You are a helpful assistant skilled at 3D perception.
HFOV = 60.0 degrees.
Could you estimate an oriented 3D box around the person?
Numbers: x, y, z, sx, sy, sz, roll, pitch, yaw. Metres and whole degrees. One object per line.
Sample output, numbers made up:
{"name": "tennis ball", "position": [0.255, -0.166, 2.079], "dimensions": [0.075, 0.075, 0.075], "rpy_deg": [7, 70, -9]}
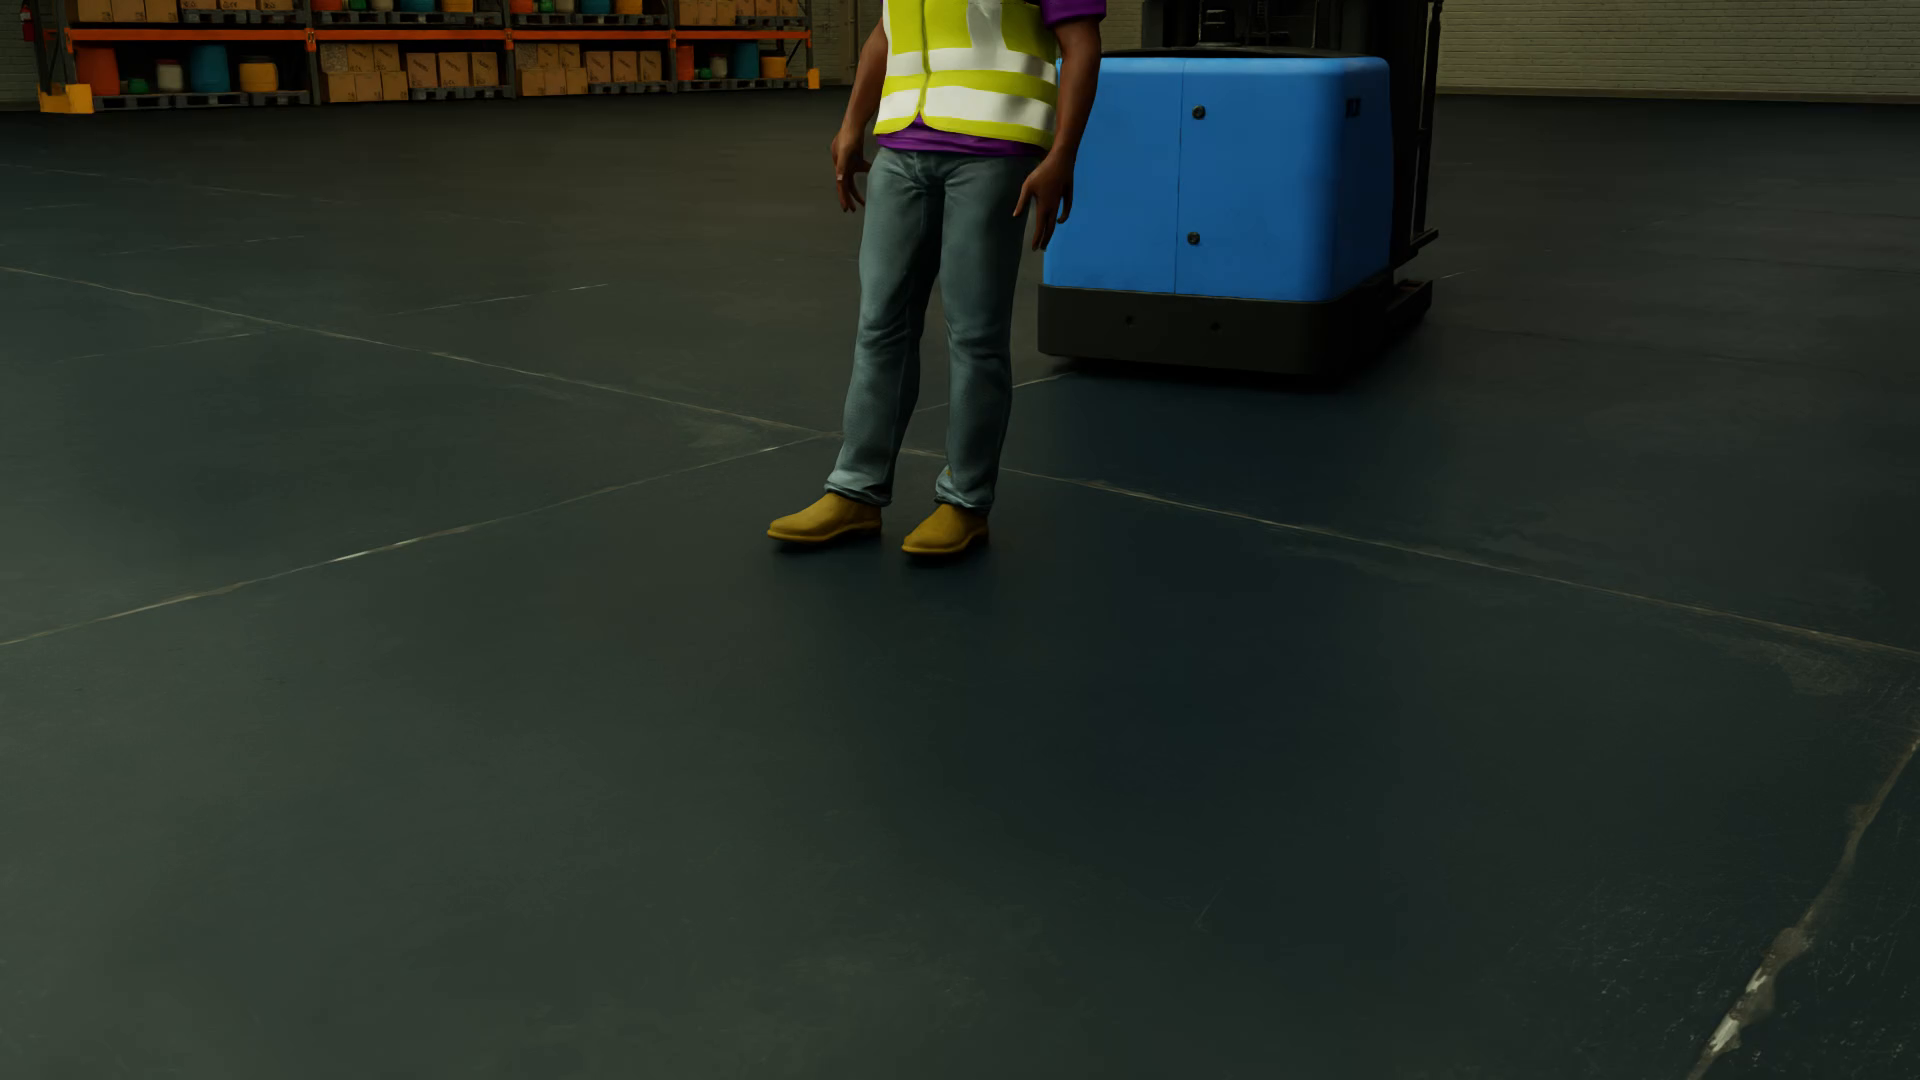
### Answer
{"name": "person", "position": [-0.049, -0.837, 3.635], "dimensions": [0.666, 1.768, 0.575], "rpy_deg": [13, 21, 37]}

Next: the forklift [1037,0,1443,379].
{"name": "forklift", "position": [1.350, -2.329, 6.567], "dimensions": [1.130, 2.935, 3.031], "rpy_deg": [8, 18, 24]}
